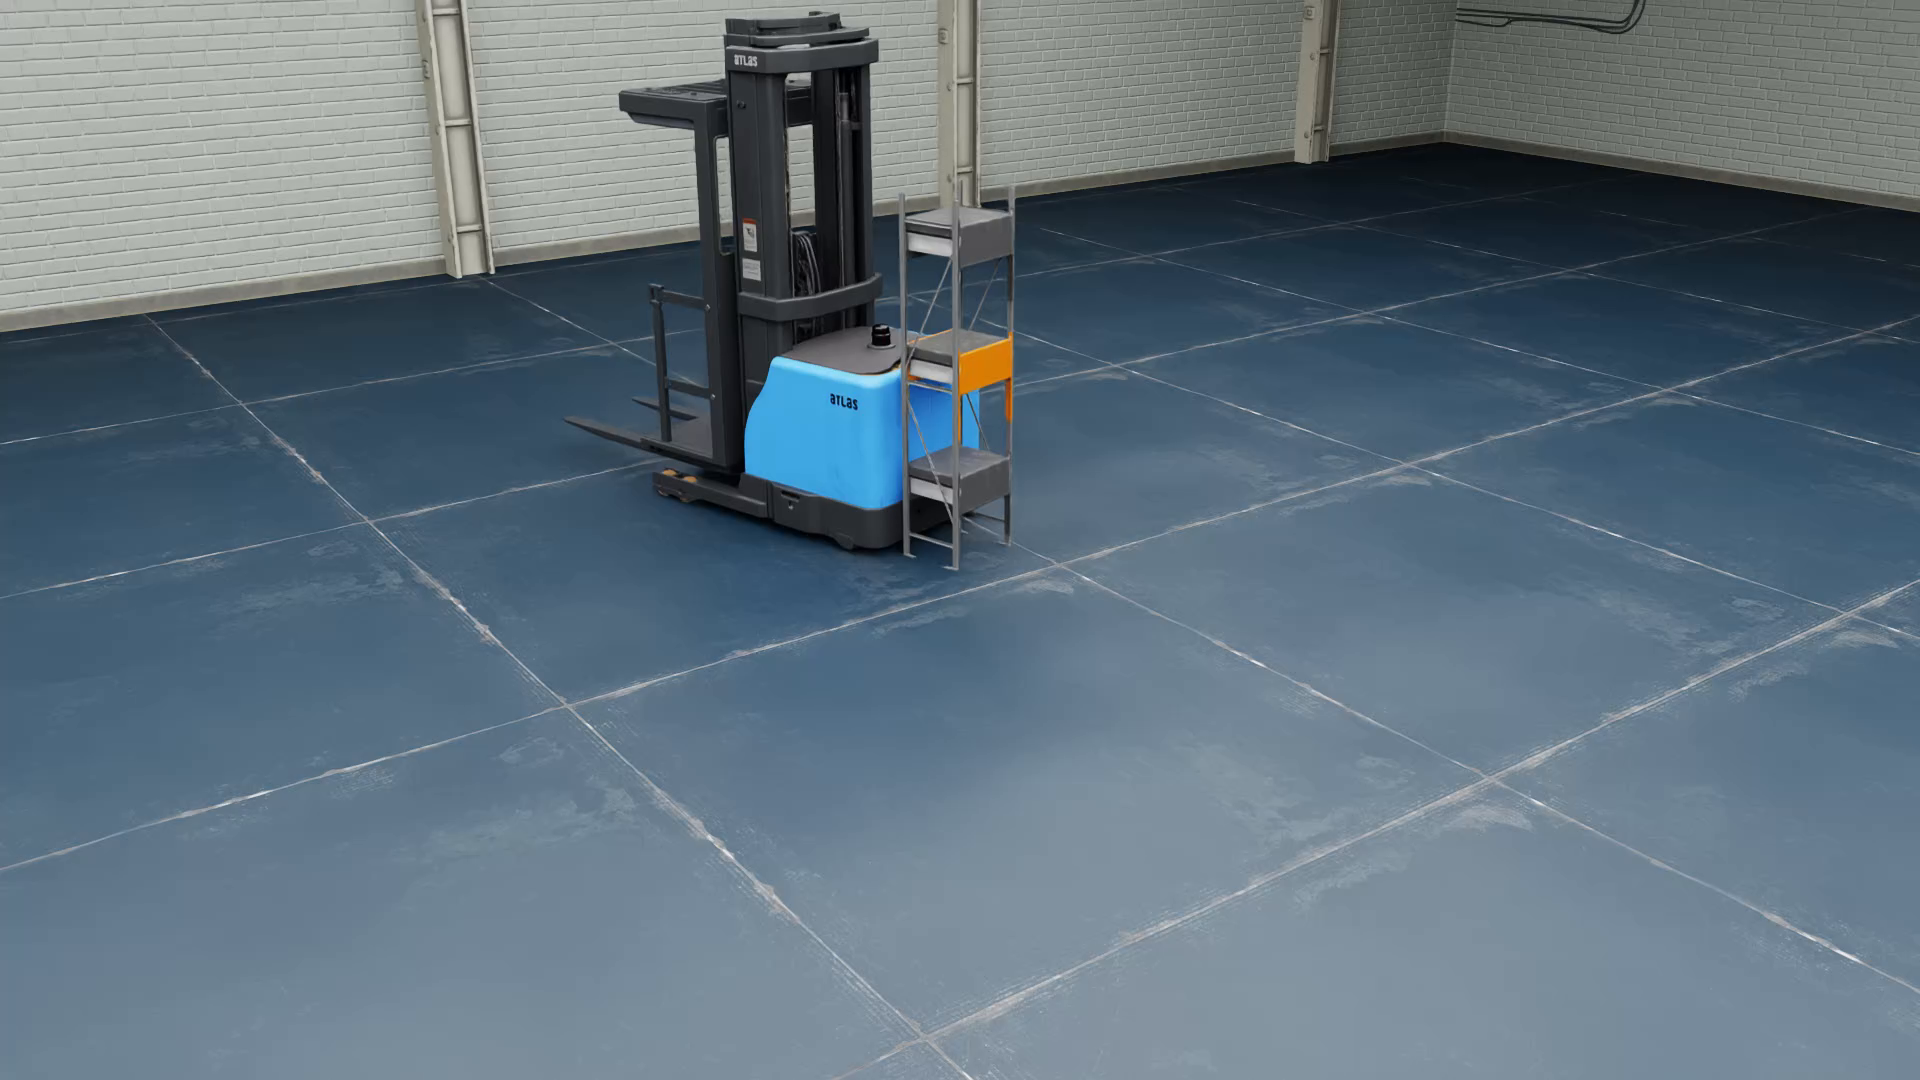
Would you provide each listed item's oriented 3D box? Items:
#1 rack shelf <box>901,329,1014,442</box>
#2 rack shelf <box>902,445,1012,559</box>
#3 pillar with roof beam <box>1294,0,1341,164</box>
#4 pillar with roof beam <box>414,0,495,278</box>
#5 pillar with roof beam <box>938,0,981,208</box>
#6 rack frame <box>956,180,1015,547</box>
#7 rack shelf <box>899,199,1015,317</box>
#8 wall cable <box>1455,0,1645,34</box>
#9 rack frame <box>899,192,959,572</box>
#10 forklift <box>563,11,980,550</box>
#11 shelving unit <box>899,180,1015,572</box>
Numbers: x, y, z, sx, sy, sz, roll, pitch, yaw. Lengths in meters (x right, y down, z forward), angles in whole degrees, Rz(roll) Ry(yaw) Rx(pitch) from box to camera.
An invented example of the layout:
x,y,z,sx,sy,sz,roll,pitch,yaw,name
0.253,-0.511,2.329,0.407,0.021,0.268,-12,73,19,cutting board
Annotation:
x,y,z,sx,sy,sz,roll,pitch,yaw,name
-0.014,-0.898,9.352,0.431,0.518,0.480,17,27,36,rack shelf
-0.014,-0.248,9.611,0.431,0.518,0.480,17,27,36,rack shelf
7.379,-8.143,18.162,0.400,9.000,9.100,-15,26,-33,pillar with roof beam
-2.362,-5.546,11.653,0.400,9.000,9.100,-15,26,-33,pillar with roof beam
2.509,-6.845,14.908,0.400,9.000,9.100,-15,26,-33,pillar with roof beam
0.139,-0.982,9.523,0.400,2.100,0.015,17,27,36,rack frame
-0.014,-1.549,9.092,0.431,0.518,0.480,17,27,36,rack shelf
8.029,-8.236,22.585,0.112,2.526,3.097,-15,26,-33,wall cable
-0.167,-0.841,9.170,0.400,2.100,0.015,17,27,36,rack frame
-1.332,-1.731,10.280,3.031,2.935,1.130,17,27,36,forklift
-0.014,-0.911,9.347,0.431,2.100,0.503,17,27,36,shelving unit
